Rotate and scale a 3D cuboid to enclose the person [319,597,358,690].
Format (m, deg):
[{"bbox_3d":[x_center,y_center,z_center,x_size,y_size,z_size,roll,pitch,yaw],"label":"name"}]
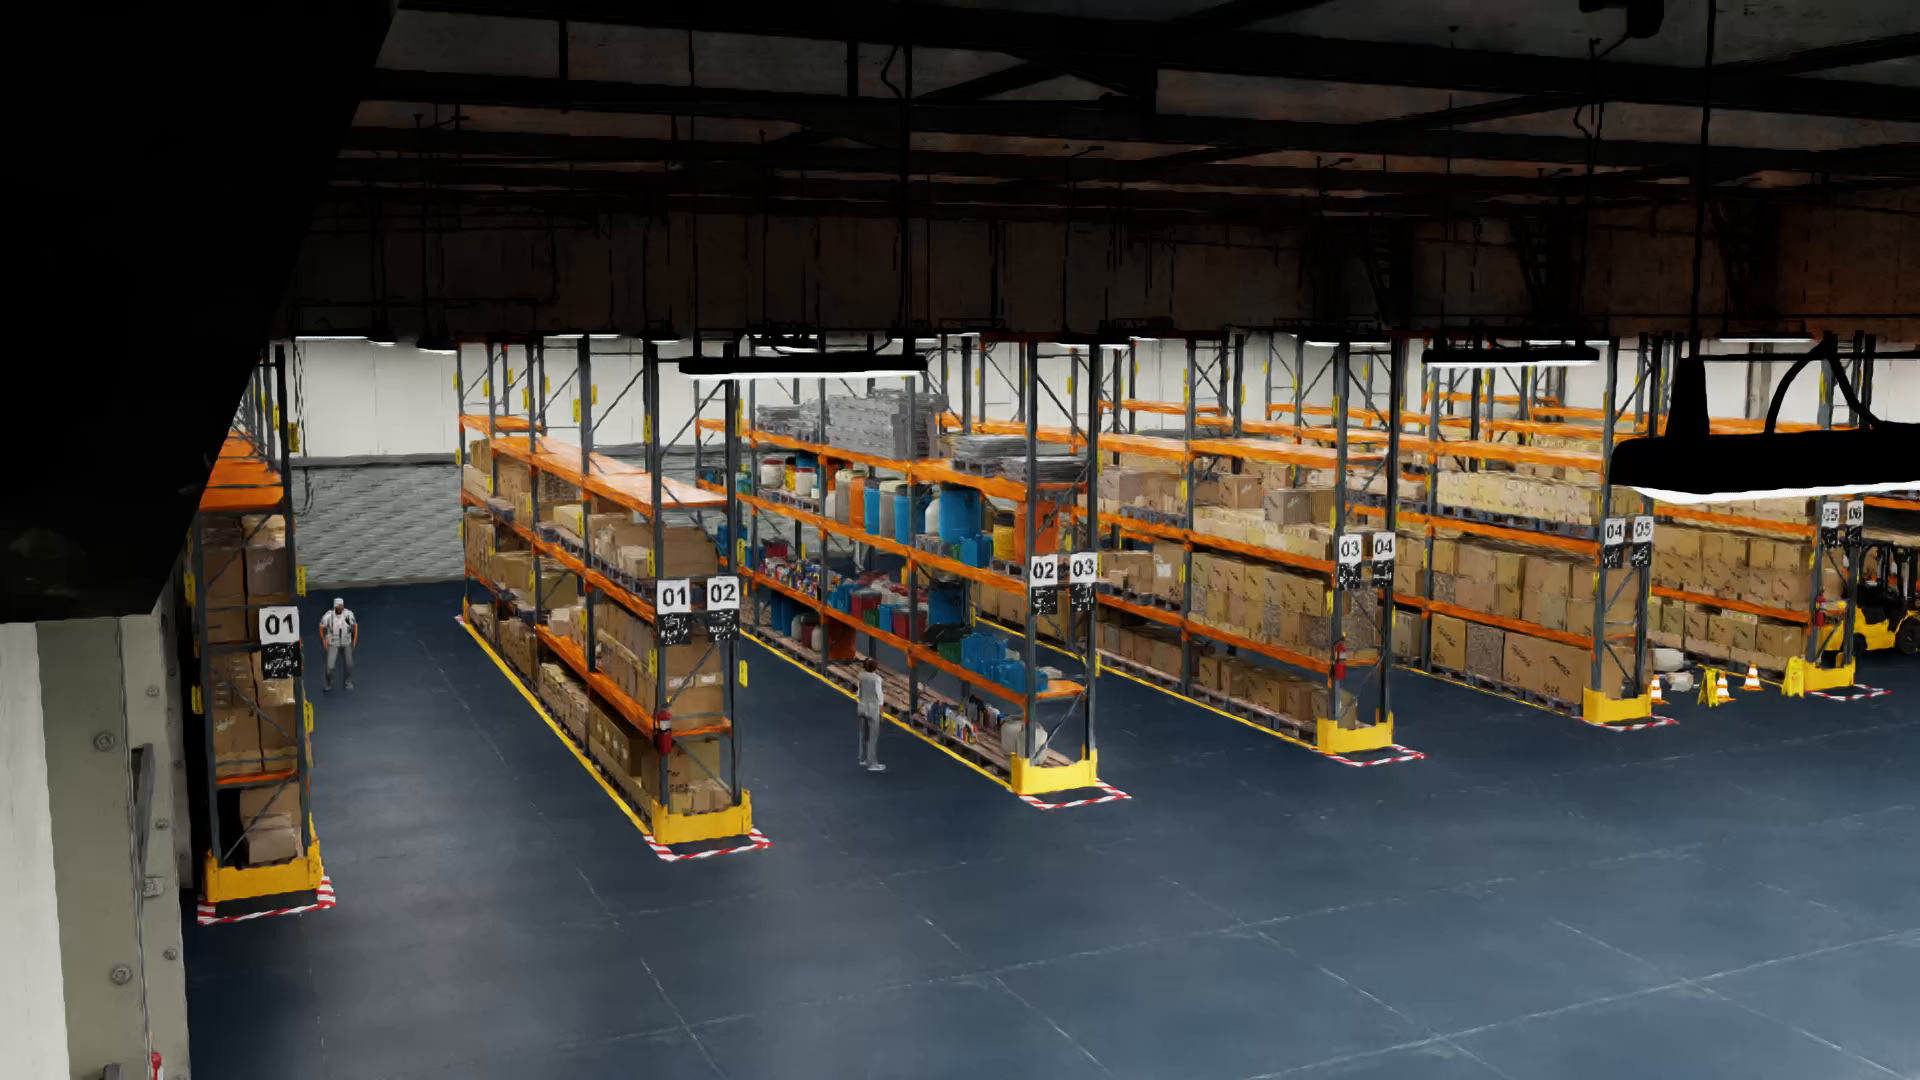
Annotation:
[{"bbox_3d":[-10.521,1.751,28.186,0.625,1.611,0.582,-4,9,-27],"label":"person"}]

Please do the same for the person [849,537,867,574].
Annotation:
[{"bbox_3d":[-2.431,-0.052,41.001,0.572,1.704,1.030,-2,8,-15],"label":"person"}]

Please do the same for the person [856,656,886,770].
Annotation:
[{"bbox_3d":[-1.243,2.413,23.233,0.469,1.589,0.399,5,9,34],"label":"person"}]
